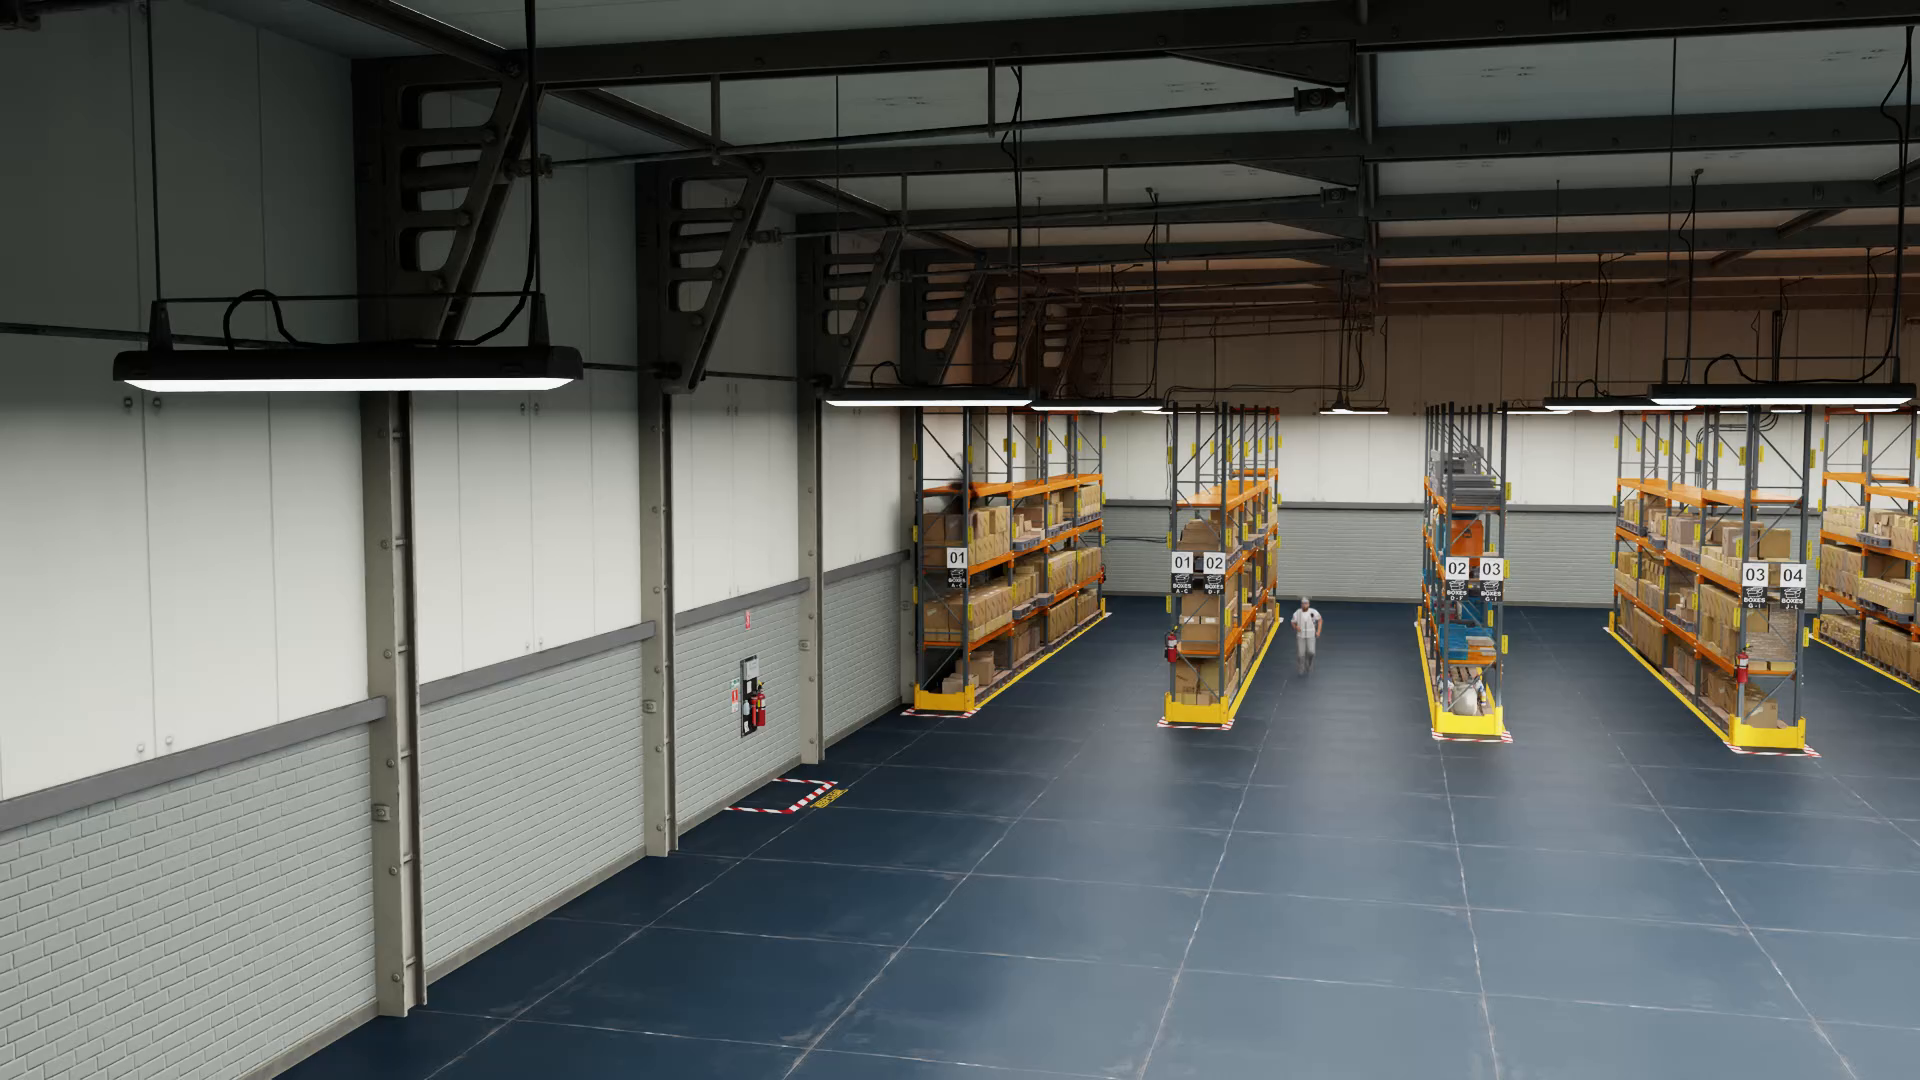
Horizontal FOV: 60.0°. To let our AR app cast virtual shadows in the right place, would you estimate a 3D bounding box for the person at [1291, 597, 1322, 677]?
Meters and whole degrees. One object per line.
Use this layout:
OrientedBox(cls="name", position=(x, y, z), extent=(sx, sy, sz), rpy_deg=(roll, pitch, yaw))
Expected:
OrientedBox(cls="person", position=(7.633, 2.137, 36.682), extent=(0.666, 1.783, 0.721), rpy_deg=(1, 4, 13))
